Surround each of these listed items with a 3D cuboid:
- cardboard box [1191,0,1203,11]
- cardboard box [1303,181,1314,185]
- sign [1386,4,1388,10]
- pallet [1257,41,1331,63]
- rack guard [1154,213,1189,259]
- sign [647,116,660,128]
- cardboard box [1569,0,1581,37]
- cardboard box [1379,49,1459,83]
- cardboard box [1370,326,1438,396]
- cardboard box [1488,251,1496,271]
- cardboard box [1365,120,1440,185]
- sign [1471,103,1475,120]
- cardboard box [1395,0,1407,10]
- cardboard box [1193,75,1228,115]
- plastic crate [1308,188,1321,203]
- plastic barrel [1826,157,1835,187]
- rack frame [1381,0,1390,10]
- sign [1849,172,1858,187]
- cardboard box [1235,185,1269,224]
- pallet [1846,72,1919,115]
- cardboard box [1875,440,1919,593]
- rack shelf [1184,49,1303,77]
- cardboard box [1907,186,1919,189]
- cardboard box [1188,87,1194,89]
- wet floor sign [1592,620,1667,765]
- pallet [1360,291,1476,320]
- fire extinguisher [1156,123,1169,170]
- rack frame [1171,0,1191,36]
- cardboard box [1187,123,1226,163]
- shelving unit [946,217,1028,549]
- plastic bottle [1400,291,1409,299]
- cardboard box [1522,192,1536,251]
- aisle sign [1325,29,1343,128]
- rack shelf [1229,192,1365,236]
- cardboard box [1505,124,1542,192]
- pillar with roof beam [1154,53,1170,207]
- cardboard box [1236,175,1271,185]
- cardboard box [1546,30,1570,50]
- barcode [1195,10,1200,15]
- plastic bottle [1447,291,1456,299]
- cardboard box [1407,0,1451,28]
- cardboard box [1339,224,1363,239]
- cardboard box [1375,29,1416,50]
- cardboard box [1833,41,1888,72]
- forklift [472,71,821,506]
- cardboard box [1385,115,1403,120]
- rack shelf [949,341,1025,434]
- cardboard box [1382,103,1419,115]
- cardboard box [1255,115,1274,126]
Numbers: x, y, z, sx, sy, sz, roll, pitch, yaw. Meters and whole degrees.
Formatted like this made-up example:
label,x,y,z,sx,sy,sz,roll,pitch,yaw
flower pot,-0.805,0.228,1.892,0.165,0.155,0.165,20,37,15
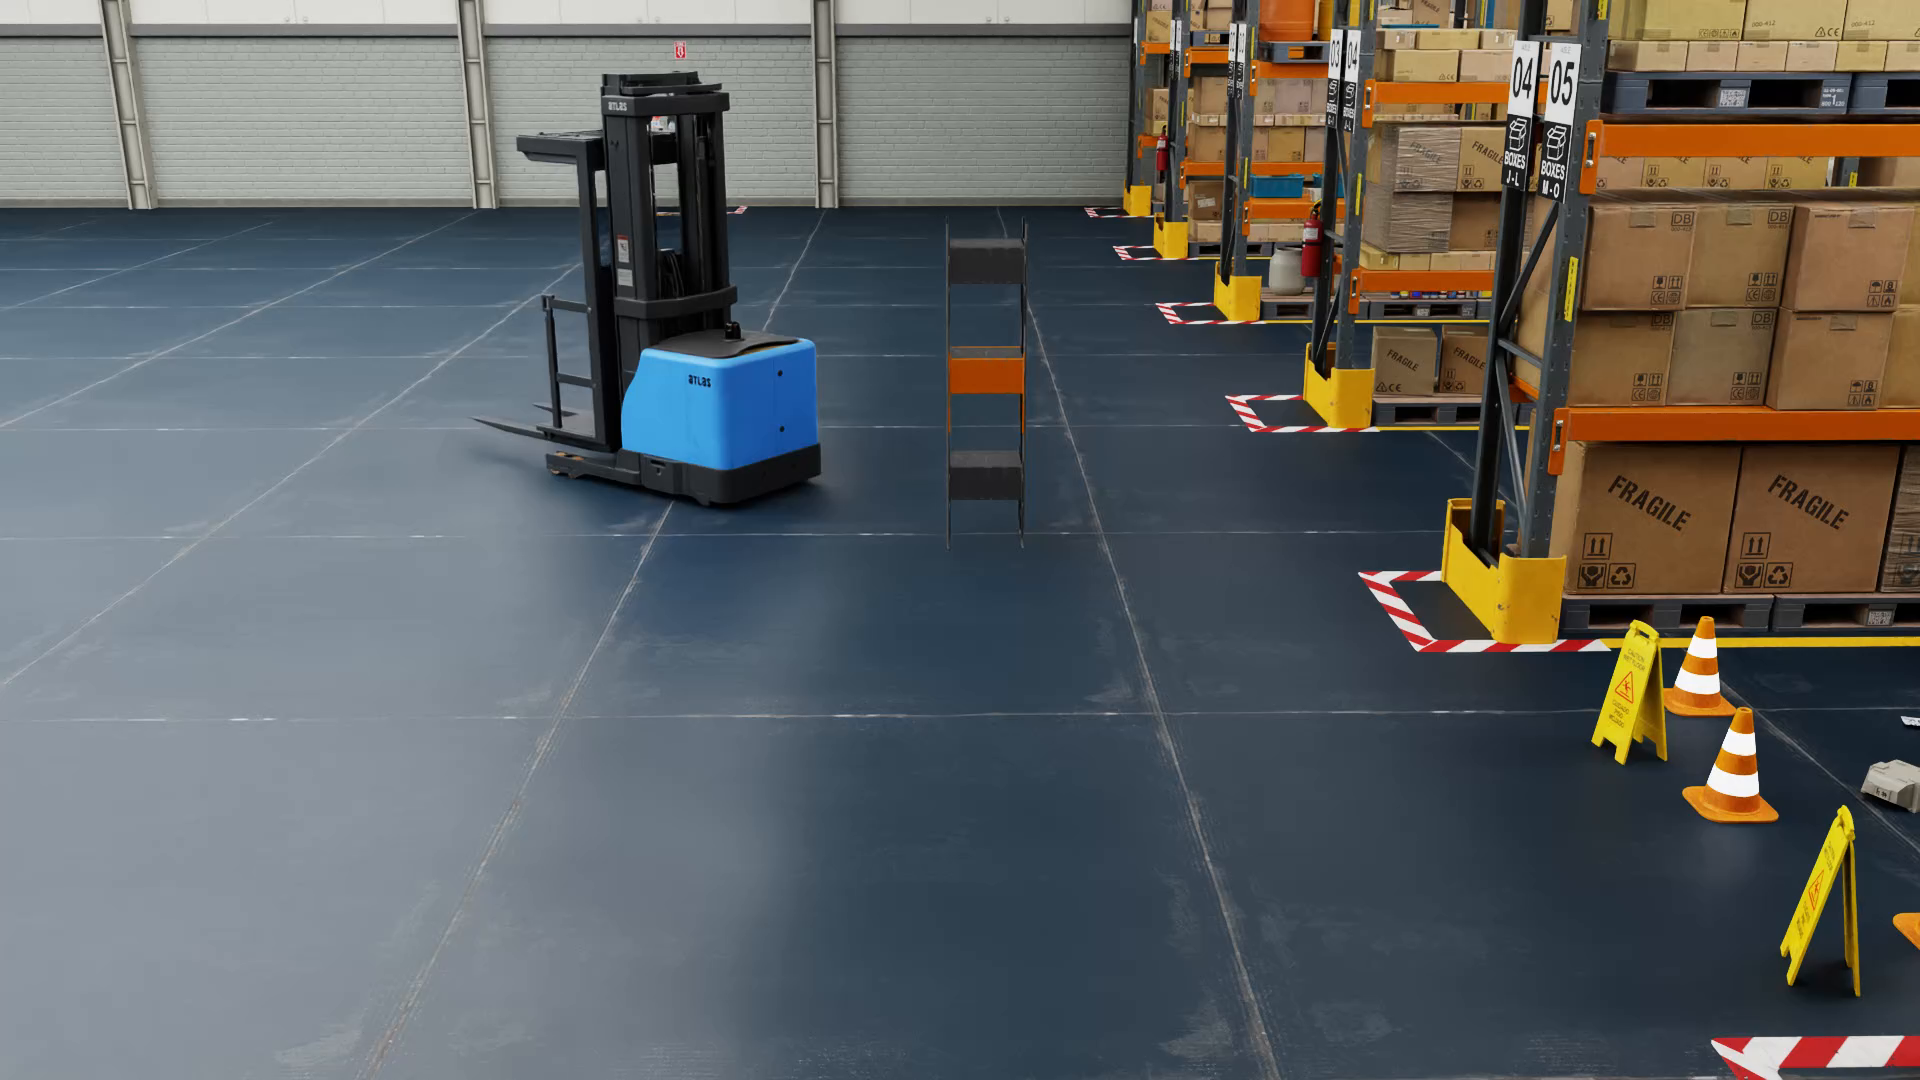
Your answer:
label,x,y,z,sx,sy,sz,roll,pitch,yaw
cardboard box,3.860,-8.958,27.316,0.500,0.500,0.500,0,18,-1
cardboard box,5.082,-4.921,24.063,0.500,0.500,0.500,0,18,-1
sign,6.985,-8.609,27.218,0.005,0.325,0.100,0,18,-1
pallet,3.954,-5.368,18.269,1.213,0.211,1.003,0,18,-1
rack guard,3.027,-4.378,23.877,0.348,0.500,1.175,0,18,-1
sign,-5.370,-7.366,29.039,0.234,0.329,0.001,0,18,-1
cardboard box,3.666,-2.861,9.053,0.500,0.250,0.500,0,18,0
cardboard box,3.689,-3.823,13.390,0.500,0.250,0.500,0,18,1
cardboard box,3.828,-1.550,14.375,0.500,0.500,0.500,3,18,9
cardboard box,4.493,-2.350,13.875,0.250,0.149,0.380,0,18,-1
cardboard box,3.750,-3.286,14.094,0.500,0.500,0.500,0,18,-1
sign,7.061,-5.868,22.883,0.005,0.325,0.100,0,18,-1
cardboard box,7.516,-8.755,27.666,0.500,0.500,0.500,2,18,7
cardboard box,3.571,-6.232,23.278,0.500,0.500,0.700,0,18,-1
plastic crate,4.025,-3.836,18.527,0.250,0.136,0.298,0,18,-1
plastic barrel,9.678,-4.075,18.657,0.421,0.512,0.421,0,18,0
rack frame,6.969,-9.957,27.356,0.127,3.000,1.000,0,18,-1
sign,7.219,-2.809,13.475,0.005,0.325,0.100,0,18,-1
cardboard box,4.091,-4.754,23.542,0.500,0.500,0.500,0,18,-1
pallet,5.145,-2.427,8.937,1.213,0.211,1.003,0,18,-1
cardboard box,5.649,-0.248,9.700,0.875,0.875,0.875,0,18,0
rack shelf,5.051,-6.664,23.177,4.000,0.370,1.077,0,18,-1
cardboard box,5.721,-1.642,9.243,0.550,0.550,0.875,0,18,-1
cardboard box,3.940,-7.443,28.325,0.500,0.500,0.500,0,18,0
wet floor sign,3.183,0.698,7.814,0.232,0.644,0.267,-3,18,-10
pallet,5.230,-2.750,19.274,1.213,0.211,1.003,0,18,-1
fire extinguisher,2.925,-5.673,23.948,0.183,0.674,0.296,0,18,-1
rack frame,3.051,-8.425,22.579,0.127,3.000,1.000,0,18,-1
cardboard box,3.518,-5.614,23.475,0.500,0.500,0.700,0,18,-1
shelving unit,0.166,-1.001,10.729,0.503,2.100,0.431,0,18,-1
plastic bottle,5.047,-2.847,18.872,0.097,0.201,0.097,0,18,0
cardboard box,4.753,-2.755,14.073,0.500,0.500,0.875,0,18,-1
aisle sign,3.137,-3.872,13.951,0.004,0.787,0.394,0,18,-1
rack shelf,5.125,-3.723,18.919,4.000,0.370,1.077,0,18,-1
cardboard box,4.758,-3.131,13.609,0.500,0.500,0.500,0,18,-1
pillar with roof beam,3.723,-8.891,24.031,0.400,9.000,9.100,0,18,-1
cardboard box,4.967,-6.067,28.423,0.500,0.500,0.700,-1,18,-4
cardboard box,4.784,-4.016,13.339,0.250,0.149,0.380,-1,18,-3
barcode,3.345,-7.422,23.412,0.075,0.075,0.001,0,18,-1
plastic bottle,5.589,-2.883,18.869,0.097,0.271,0.097,0,18,0
cardboard box,6.543,-7.408,23.240,0.500,0.500,0.500,1,18,4
cardboard box,5.590,-4.403,23.677,0.500,0.250,0.500,0,18,-1
cardboard box,3.483,-4.020,13.352,0.250,0.149,0.380,0,18,-1
cardboard box,4.538,-2.492,8.556,0.250,0.149,0.380,0,18,-1
forklift,-2.517,-1.973,12.399,3.031,2.935,1.130,13,22,35
cardboard box,6.010,-5.873,23.220,0.250,0.149,0.380,0,18,-1
rack shelf,0.166,-0.988,10.733,0.480,0.518,0.431,0,18,-1
cardboard box,6.102,-6.246,23.321,0.500,0.500,0.700,0,18,-1
cardboard box,4.212,-5.864,23.193,0.250,0.149,0.380,-1,18,-2
